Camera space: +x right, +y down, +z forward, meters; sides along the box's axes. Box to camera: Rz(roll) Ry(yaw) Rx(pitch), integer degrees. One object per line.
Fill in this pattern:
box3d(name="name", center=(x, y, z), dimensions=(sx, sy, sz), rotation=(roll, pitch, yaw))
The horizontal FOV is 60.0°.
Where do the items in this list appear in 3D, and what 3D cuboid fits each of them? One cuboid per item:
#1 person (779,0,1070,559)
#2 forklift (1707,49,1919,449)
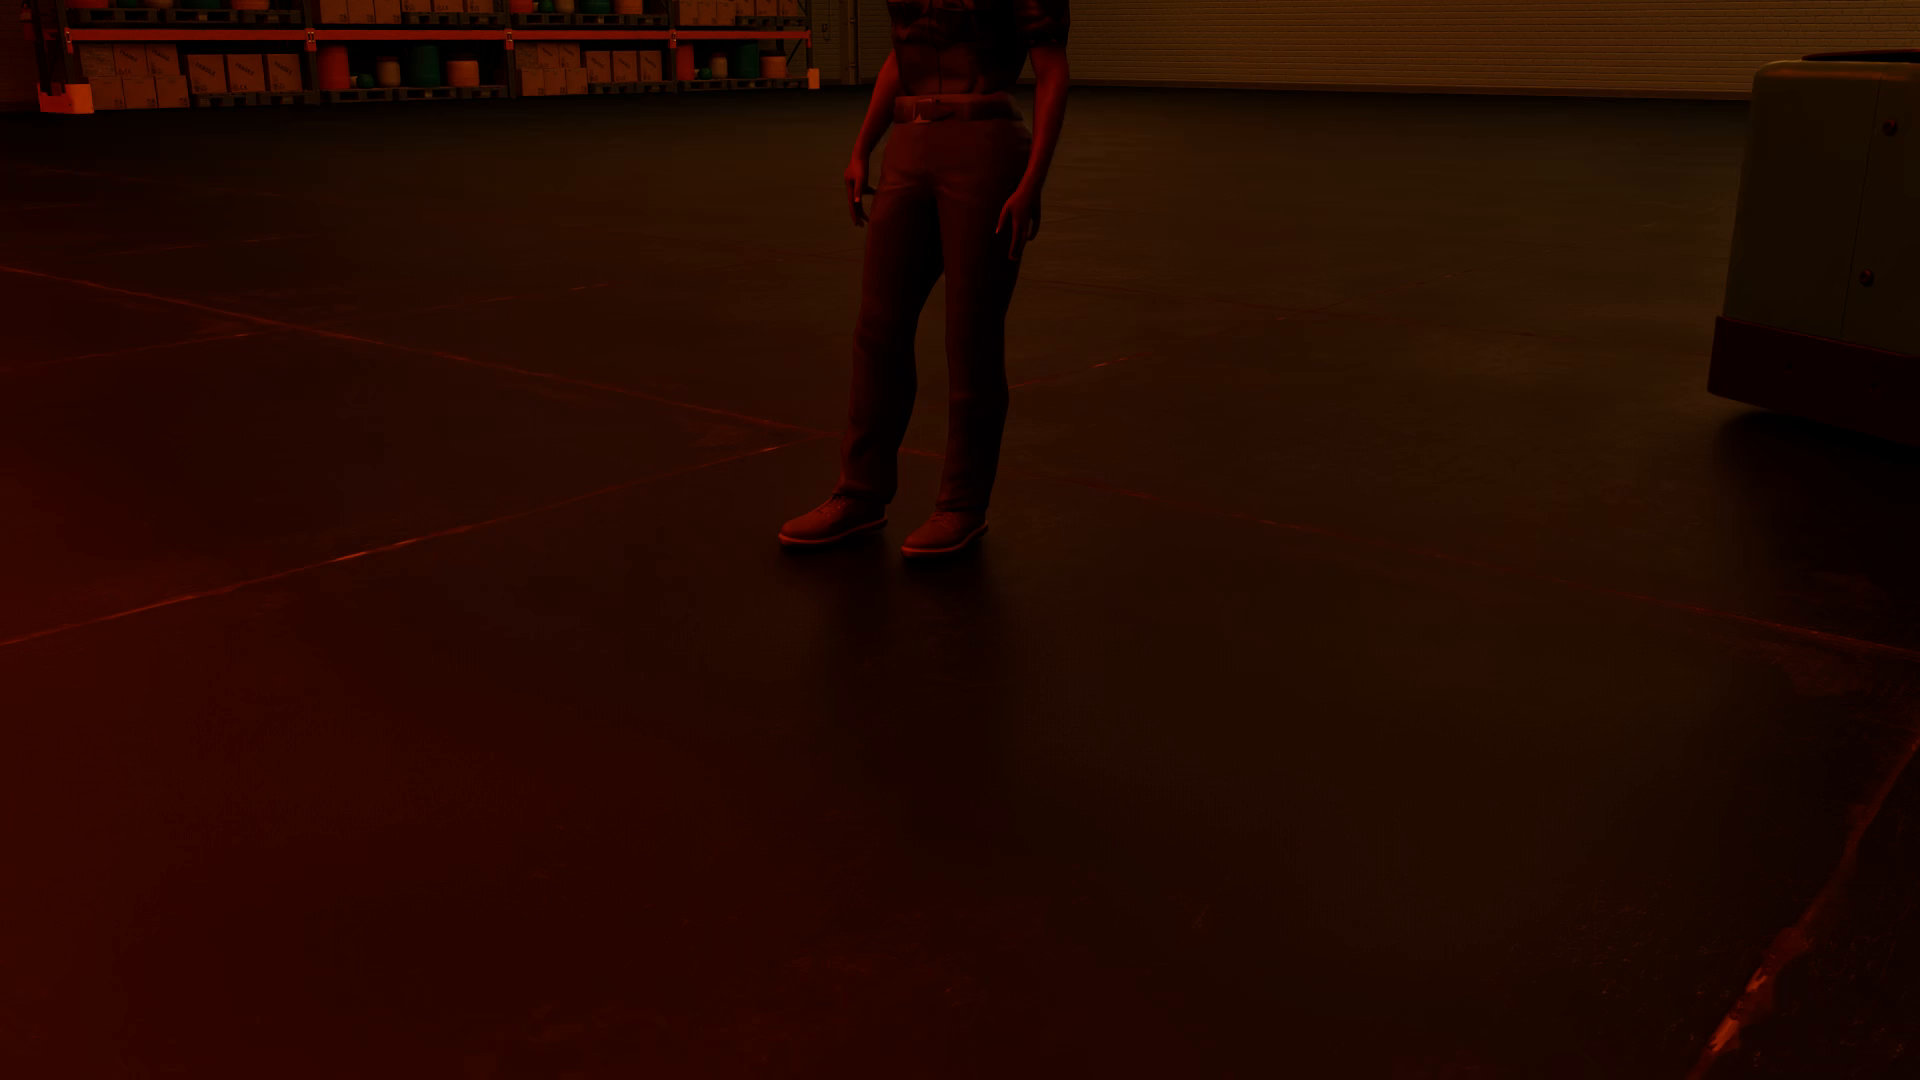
box3d(name="person", center=(-0.071, -0.782, 3.647), dimensions=(0.569, 1.654, 0.504), rotation=(13, 21, 37))
box3d(name="forklift", center=(3.924, -1.815, 4.874), dimensions=(3.031, 2.935, 1.130), rotation=(-6, 18, -18))
